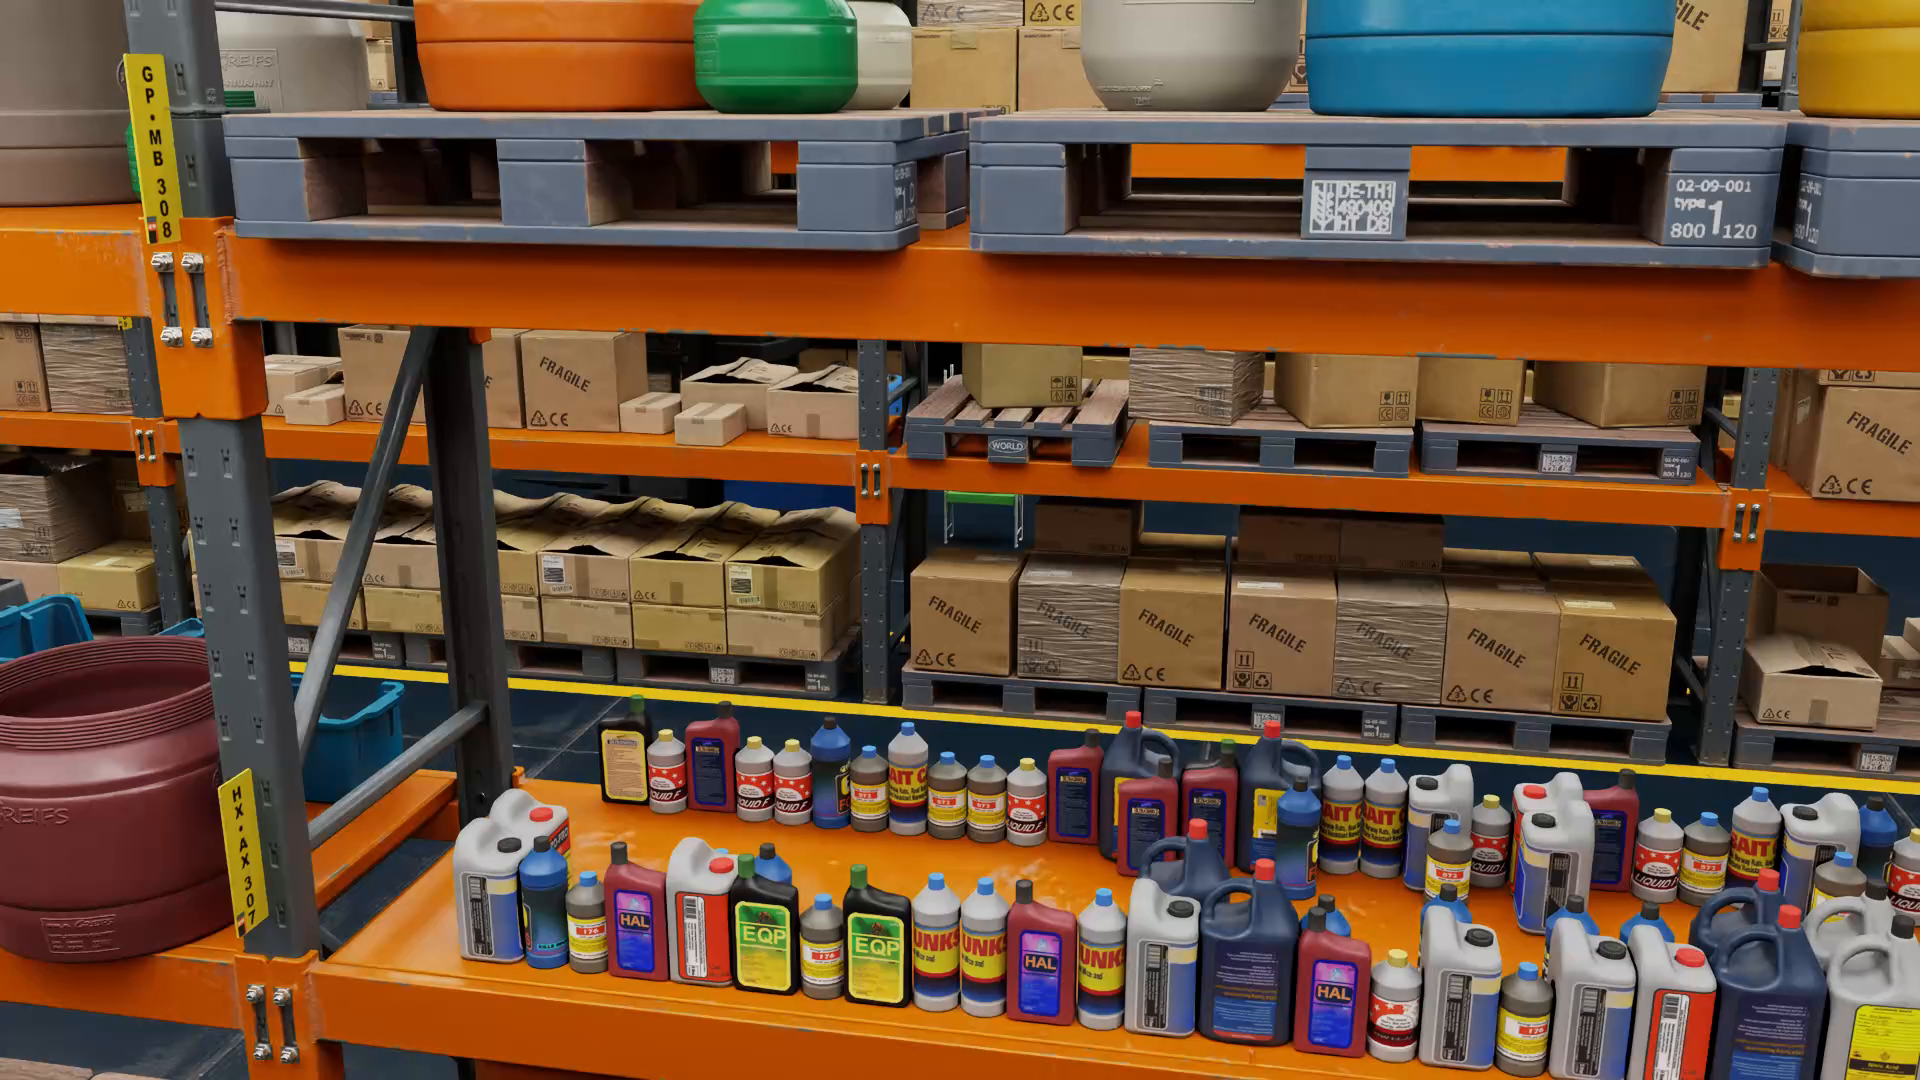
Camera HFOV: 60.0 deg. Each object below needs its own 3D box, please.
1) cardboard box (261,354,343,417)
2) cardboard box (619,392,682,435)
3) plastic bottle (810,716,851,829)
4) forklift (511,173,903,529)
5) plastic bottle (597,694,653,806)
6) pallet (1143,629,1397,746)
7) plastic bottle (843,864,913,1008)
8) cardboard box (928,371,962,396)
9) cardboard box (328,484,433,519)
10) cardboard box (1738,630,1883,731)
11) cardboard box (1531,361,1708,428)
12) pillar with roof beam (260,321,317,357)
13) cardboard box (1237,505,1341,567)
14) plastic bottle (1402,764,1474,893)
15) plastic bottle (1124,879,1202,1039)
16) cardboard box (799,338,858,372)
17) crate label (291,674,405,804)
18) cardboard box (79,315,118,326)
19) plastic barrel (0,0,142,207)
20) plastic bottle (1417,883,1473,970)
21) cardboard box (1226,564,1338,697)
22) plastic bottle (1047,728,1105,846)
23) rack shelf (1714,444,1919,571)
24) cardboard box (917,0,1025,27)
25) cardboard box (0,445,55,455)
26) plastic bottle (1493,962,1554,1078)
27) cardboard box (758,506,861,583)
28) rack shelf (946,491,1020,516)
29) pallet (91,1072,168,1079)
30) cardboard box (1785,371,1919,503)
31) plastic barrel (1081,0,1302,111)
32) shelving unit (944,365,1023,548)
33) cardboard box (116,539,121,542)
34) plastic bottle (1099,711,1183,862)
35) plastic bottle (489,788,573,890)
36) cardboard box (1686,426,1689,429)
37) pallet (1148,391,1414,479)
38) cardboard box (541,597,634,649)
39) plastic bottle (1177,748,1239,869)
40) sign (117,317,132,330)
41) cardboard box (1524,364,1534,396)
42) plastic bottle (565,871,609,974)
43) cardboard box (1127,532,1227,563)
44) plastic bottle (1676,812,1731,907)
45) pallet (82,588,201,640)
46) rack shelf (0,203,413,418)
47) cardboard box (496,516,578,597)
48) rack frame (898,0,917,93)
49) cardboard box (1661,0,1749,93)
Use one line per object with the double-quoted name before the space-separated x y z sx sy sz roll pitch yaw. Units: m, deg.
"cardboard box" -3.762 -0.863 9.268 0.500 0.250 0.500 4 16 15
"cardboard box" -1.594 -0.669 8.758 0.250 0.149 0.380 4 16 15
"plastic bottle" -0.316 0.564 4.077 0.097 0.271 0.097 0 15 0
"forklift" -1.908 -1.494 11.394 3.031 2.935 1.130 3 16 12
"plastic bottle" -0.843 0.525 4.196 0.133 0.283 0.061 3 16 11
"pallet" 1.583 0.722 8.490 1.213 0.211 1.003 3 16 11
"plastic bottle" -0.163 0.779 3.281 0.133 0.283 0.061 3 16 11
"cardboard box" -0.066 -1.065 13.576 0.500 0.500 0.700 3 16 12
"cardboard box" -3.288 -0.125 9.636 0.500 0.311 0.500 4 16 13
"cardboard box" 3.955 0.639 7.780 0.500 0.311 0.500 3 16 11
"cardboard box" 3.167 -0.858 7.997 0.500 0.500 0.700 -2 16 -8
"pillar with roof beam" -7.189 -4.412 10.564 0.400 9.000 9.100 3 16 11
"cardboard box" 1.689 -0.062 8.550 0.500 0.250 0.500 3 16 10
"plastic bottle" 1.084 0.645 3.775 0.135 0.276 0.152 3 16 11
"plastic bottle" 0.395 0.800 3.218 0.135 0.276 0.152 3 16 11
"cardboard box" -1.117 -1.499 13.738 0.500 0.250 0.500 3 16 11
"crate label" -1.662 0.519 4.313 0.416 0.233 0.303 3 16 11
"cardboard box" -4.562 -1.269 9.051 0.250 0.149 0.380 3 16 11
"plastic barrel" -2.085 -1.229 3.751 0.600 0.901 0.600 0 15 0
"plastic bottle" 0.940 0.798 3.234 0.097 0.271 0.097 0 15 0
"cardboard box" 1.573 0.436 8.159 0.500 0.500 0.500 3 16 9
"plastic bottle" 0.277 0.586 3.977 0.133 0.283 0.061 3 16 11
"rack shelf" 5.546 -0.071 7.477 4.000 0.370 1.077 3 16 11
"cardboard box" 0.093 -2.688 7.896 0.500 0.500 0.500 3 16 11
"cardboard box" -5.625 -0.348 10.088 0.500 0.500 0.500 3 16 11
"plastic bottle" 1.042 0.879 3.074 0.097 0.201 0.097 0 15 0
"cardboard box" -0.788 0.011 9.147 0.500 0.311 0.500 4 16 13
"rack shelf" 0.162 -0.277 11.381 0.480 0.148 0.258 3 16 11
"pallet" -2.075 1.851 4.413 1.213 0.211 1.003 3 16 11
"cardboard box" 4.032 -0.474 7.396 0.500 0.500 0.500 4 16 13
"plastic barrel" 0.443 -1.100 3.183 0.433 0.535 0.433 0 15 0
"shelving unit" 0.162 -0.569 11.300 0.503 1.200 0.258 3 16 11
"cardboard box" -5.136 0.041 10.088 0.500 0.250 0.500 3 16 11
"plastic bottle" 0.425 0.573 3.898 0.185 0.351 0.144 3 16 11
"plastic bottle" -0.934 0.686 3.628 0.135 0.276 0.152 3 16 11
"cardboard box" 5.282 -0.751 12.481 0.500 0.500 0.700 3 16 12
"pallet" 1.573 -0.542 8.189 1.213 0.211 1.003 3 16 11
"cardboard box" -1.895 0.368 8.910 0.500 0.250 0.500 3 16 12
"plastic bottle" 0.577 0.619 3.858 0.133 0.283 0.061 3 16 11
"sign" -4.362 -1.260 8.650 0.005 0.325 0.100 3 16 11
"cardboard box" 3.907 -0.987 12.676 0.750 0.750 0.750 3 16 12
"plastic bottle" -0.761 0.781 3.427 0.097 0.201 0.097 0 15 0
"cardboard box" 1.137 0.272 8.750 0.500 0.500 0.500 3 16 9
"plastic bottle" 1.656 0.705 3.700 0.097 0.201 0.097 0 15 0
"pallet" -5.024 0.341 9.865 1.213 0.211 1.003 3 16 11
"rack shelf" -3.284 -0.646 3.935 4.000 0.370 1.077 3 16 11
"cardboard box" -2.391 0.072 8.928 0.500 0.311 0.500 4 16 13
"rack frame" -0.333 -3.628 7.732 0.127 3.000 1.000 3 16 11
"cardboard box" 3.108 -2.314 7.448 0.600 0.600 0.600 2 16 6
